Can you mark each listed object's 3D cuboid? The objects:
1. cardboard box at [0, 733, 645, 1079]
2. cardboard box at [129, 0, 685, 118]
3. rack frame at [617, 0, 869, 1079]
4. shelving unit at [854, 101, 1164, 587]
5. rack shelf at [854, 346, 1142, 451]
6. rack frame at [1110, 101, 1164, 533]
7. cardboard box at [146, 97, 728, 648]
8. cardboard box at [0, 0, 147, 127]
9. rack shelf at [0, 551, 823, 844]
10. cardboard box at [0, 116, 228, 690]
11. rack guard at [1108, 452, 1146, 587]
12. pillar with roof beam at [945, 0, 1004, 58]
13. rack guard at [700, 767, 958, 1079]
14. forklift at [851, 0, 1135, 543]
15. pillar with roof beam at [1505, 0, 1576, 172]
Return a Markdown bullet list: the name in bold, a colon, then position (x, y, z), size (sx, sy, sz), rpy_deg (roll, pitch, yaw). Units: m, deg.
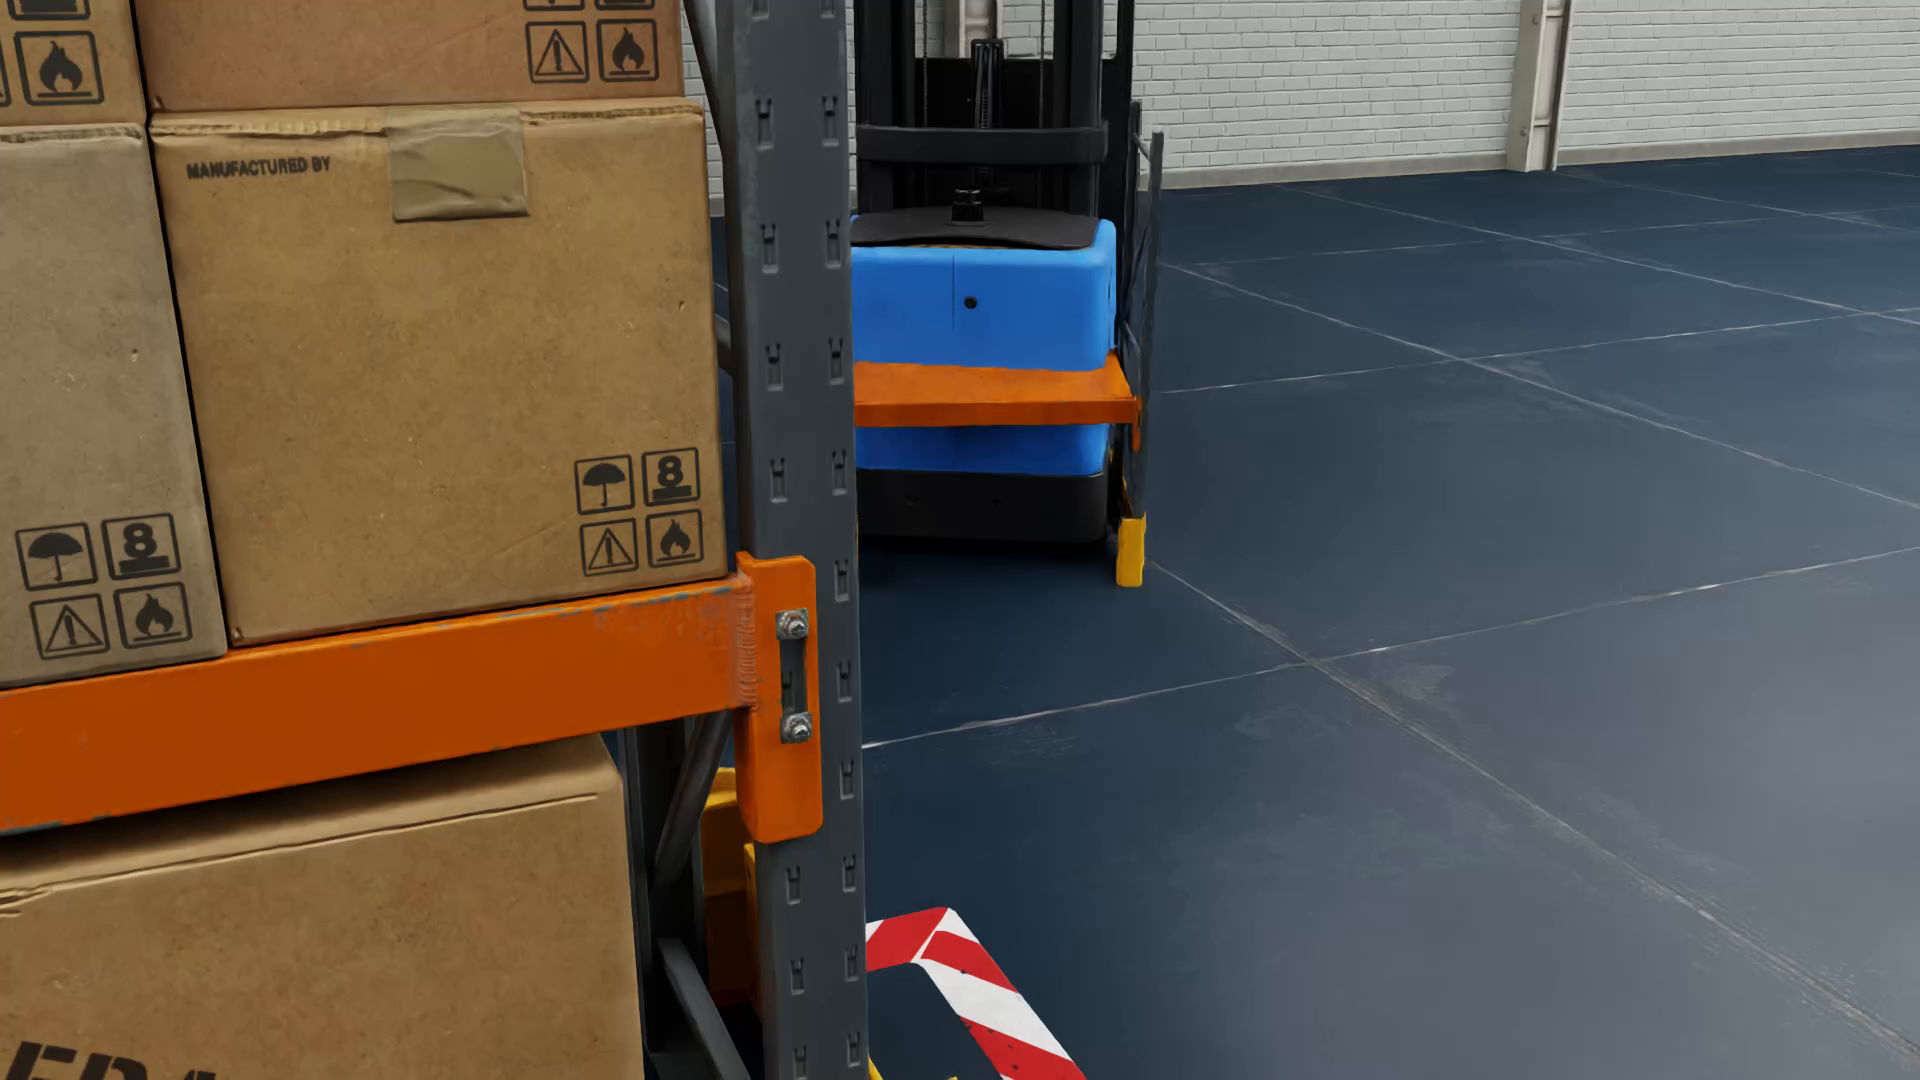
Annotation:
- **cardboard box**: position (-0.972, 0.612, 2.333), size (0.875, 0.875, 0.875), rpy_deg (-8, 21, -22)
- **cardboard box**: position (-0.732, -0.844, 2.052), size (0.550, 0.550, 0.875), rpy_deg (-8, 21, -22)
- **rack frame**: position (-0.376, -0.301, 2.361), size (0.127, 3.000, 1.000), rpy_deg (-8, 21, -22)
- **shelving unit**: position (0.062, -0.636, 5.491), size (1.083, 1.500, 0.587), rpy_deg (-1, 25, -3)
- **rack shelf**: position (0.071, -0.473, 5.568), size (1.000, 0.185, 0.538), rpy_deg (-1, 25, -3)
- **rack frame**: position (0.579, -0.646, 5.518), size (0.032, 1.500, 0.500), rpy_deg (-1, 25, -3)
- **cardboard box**: position (-0.699, -0.309, 2.158), size (0.550, 0.550, 0.875), rpy_deg (-8, 21, -22)
- **cardboard box**: position (-1.200, -0.744, 1.766), size (0.550, 0.550, 0.875), rpy_deg (-8, 21, -22)
- **rack shelf**: position (-2.212, 0.301, 1.733), size (4.000, 0.370, 1.077), rpy_deg (-8, 21, -22)
- **cardboard box**: position (-1.195, -0.230, 1.934), size (0.550, 0.550, 0.875), rpy_deg (-8, 21, -22)
- **rack guard**: position (0.557, -0.080, 5.783), size (0.087, 0.250, 0.587), rpy_deg (-1, 25, -3)
- **pillar with roof beam**: position (1.819, -5.800, 8.945), size (0.400, 9.000, 9.100), rpy_deg (-8, 21, -22)
- **rack guard**: position (-0.354, 0.875, 2.785), size (0.348, 0.500, 1.175), rpy_deg (-8, 21, -22)
- **forklift**: position (0.161, -1.820, 6.777), size (1.130, 2.935, 3.031), rpy_deg (2, 20, 7)
- **pillar with roof beam**: position (7.329, -6.589, 11.187), size (0.400, 9.000, 9.100), rpy_deg (-8, 21, -22)
